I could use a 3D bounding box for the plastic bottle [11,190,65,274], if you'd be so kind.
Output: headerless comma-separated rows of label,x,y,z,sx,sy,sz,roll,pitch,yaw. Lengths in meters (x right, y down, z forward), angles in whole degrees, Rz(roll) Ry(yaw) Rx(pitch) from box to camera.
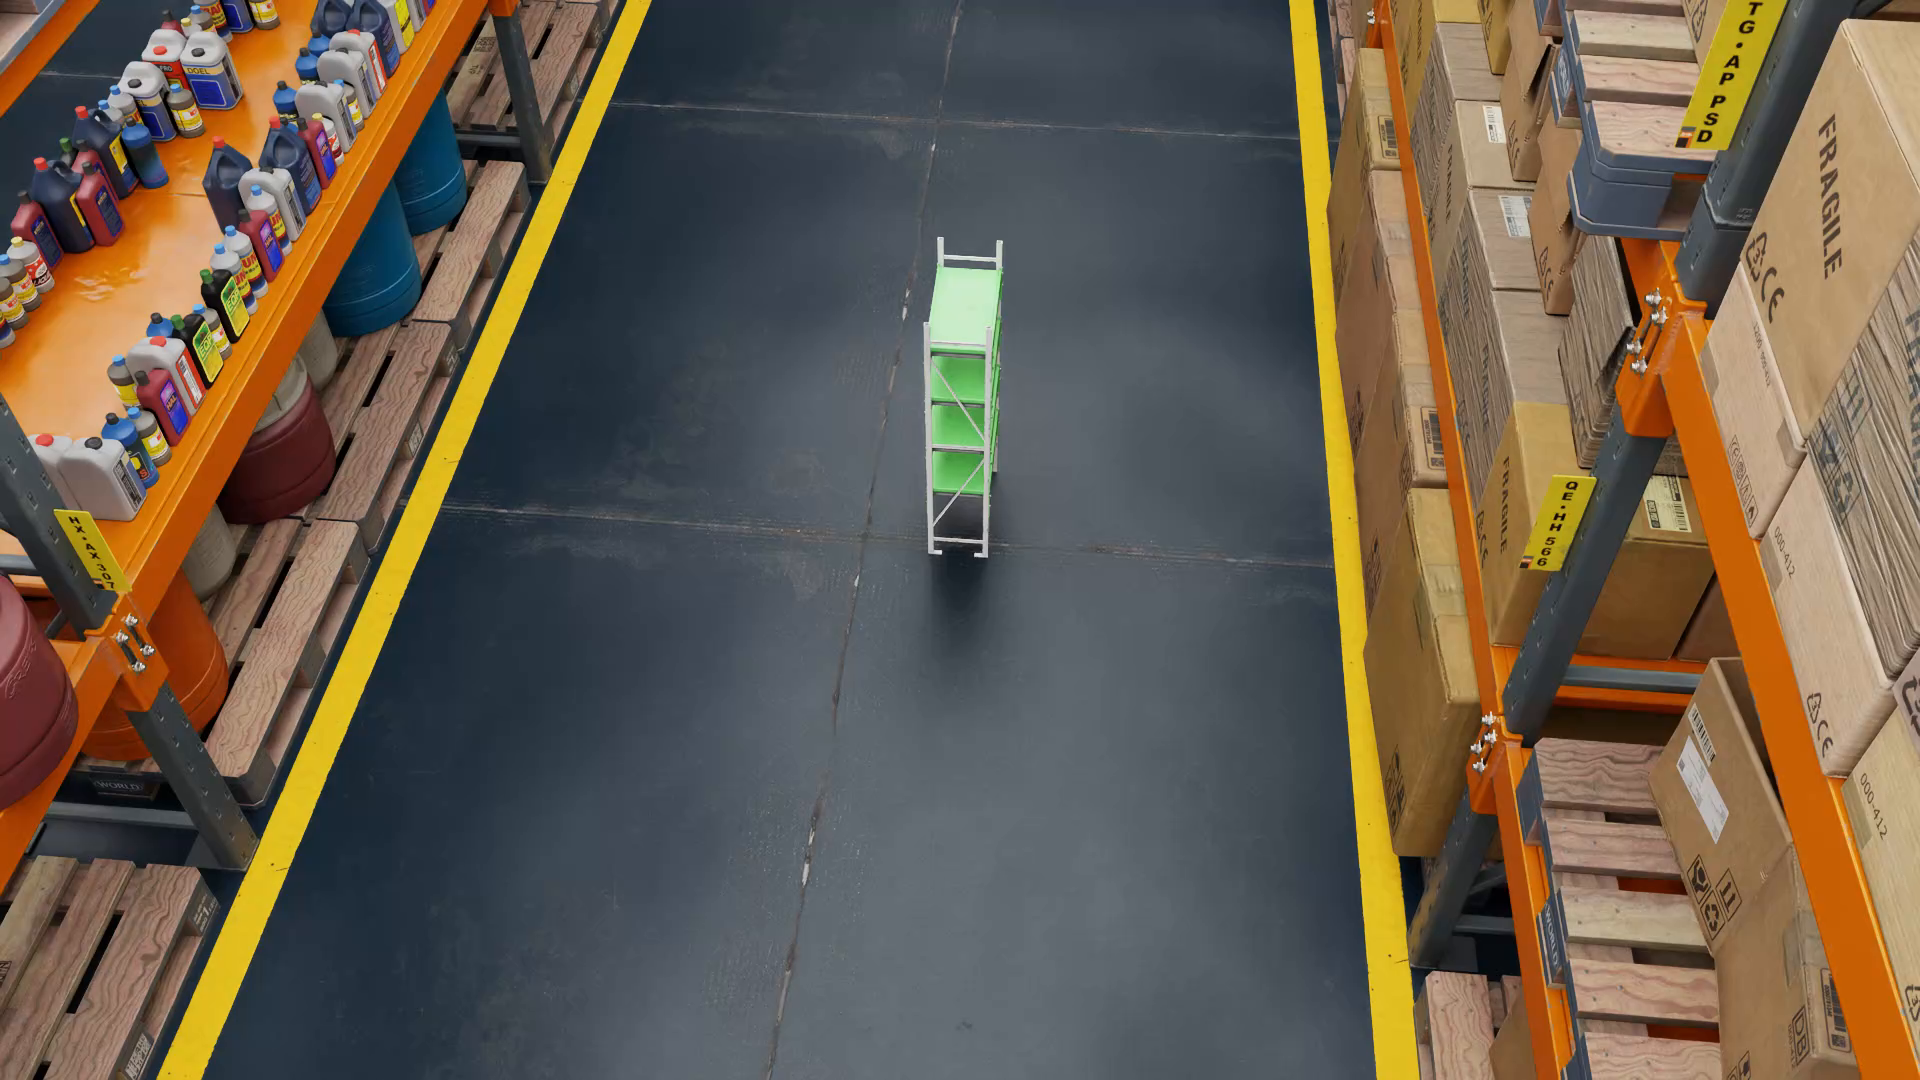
plastic bottle,-3.231,-1.071,5.802,0.061,0.283,0.133,4,48,4

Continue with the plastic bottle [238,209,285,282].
plastic bottle,-2.435,-1.048,5.780,0.061,0.283,0.133,4,48,4

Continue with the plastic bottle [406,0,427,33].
plastic bottle,-2.330,-2.262,6.896,0.152,0.276,0.135,4,48,4

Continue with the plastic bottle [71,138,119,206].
plastic bottle,-3.141,-1.301,6.012,0.061,0.283,0.133,4,48,4

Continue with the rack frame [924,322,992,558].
rack frame,-0.007,-0.347,6.280,0.240,1.200,0.015,4,48,4

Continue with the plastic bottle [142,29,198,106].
plastic bottle,-3.088,-1.847,6.517,0.152,0.276,0.135,4,48,4

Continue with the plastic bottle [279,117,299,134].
plastic bottle,-2.465,-1.440,6.147,0.097,0.271,0.097,0,48,0

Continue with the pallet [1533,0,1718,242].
pallet,1.991,-1.037,3.787,1.213,0.211,1.003,6,48,5

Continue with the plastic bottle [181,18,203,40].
plastic bottle,-3.093,-2.007,6.714,0.097,0.201,0.097,0,48,0

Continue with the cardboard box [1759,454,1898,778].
cardboard box,1.642,0.132,2.691,0.500,0.250,0.500,5,48,4

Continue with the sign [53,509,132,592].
sign,-2.398,0.032,4.603,0.100,0.325,0.005,4,48,4

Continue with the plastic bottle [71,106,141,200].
plastic bottle,-3.146,-1.442,6.095,0.144,0.351,0.185,4,48,4

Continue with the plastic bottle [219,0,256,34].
plastic bottle,-3.037,-2.259,6.893,0.152,0.276,0.135,4,48,4

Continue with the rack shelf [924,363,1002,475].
rack shelf,0.015,-0.483,6.492,0.258,0.148,0.480,4,48,4

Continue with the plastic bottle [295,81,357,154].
plastic bottle,-2.409,-1.623,6.311,0.152,0.276,0.135,4,48,4

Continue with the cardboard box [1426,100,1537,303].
cardboard box,1.926,-1.146,5.724,0.500,0.500,0.500,5,48,4

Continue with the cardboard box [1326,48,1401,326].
cardboard box,2.312,-1.504,7.274,1.225,0.875,0.875,4,48,4

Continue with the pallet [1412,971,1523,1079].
pallet,1.913,1.904,4.892,1.003,0.211,1.213,4,48,4

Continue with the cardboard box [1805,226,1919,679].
cardboard box,1.637,-0.126,2.419,0.500,0.500,0.500,4,48,4

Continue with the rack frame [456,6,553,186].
rack frame,-2.582,-2.884,7.381,1.000,3.000,0.127,4,48,4

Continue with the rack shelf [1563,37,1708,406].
rack shelf,2.168,-1.851,4.891,1.077,0.370,4.000,4,48,4

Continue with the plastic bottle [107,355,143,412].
plastic bottle,-2.669,-0.509,5.343,0.097,0.201,0.097,0,48,0

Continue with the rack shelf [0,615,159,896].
rack shelf,-3.129,1.768,3.614,1.077,0.370,4.000,4,48,4

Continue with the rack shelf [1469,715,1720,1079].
rack shelf,1.803,2.101,3.309,1.077,0.370,4.000,4,48,4

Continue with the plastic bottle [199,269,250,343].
plastic bottle,-2.465,-0.807,5.560,0.061,0.283,0.133,4,48,4

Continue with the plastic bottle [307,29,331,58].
plastic bottle,-2.501,-1.885,6.554,0.097,0.271,0.097,0,48,0

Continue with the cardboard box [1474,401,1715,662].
cardboard box,1.784,-0.025,4.698,0.500,0.500,0.500,5,48,5

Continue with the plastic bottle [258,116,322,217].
plastic bottle,-2.441,-1.361,6.021,0.144,0.351,0.185,4,48,4

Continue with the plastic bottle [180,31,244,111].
plastic bottle,-2.937,-1.837,6.507,0.152,0.276,0.135,4,48,4

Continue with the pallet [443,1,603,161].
pallet,-2.554,-2.486,8.907,1.003,0.211,1.213,4,48,4

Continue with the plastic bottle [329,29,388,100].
plastic bottle,-2.376,-1.892,6.558,0.152,0.276,0.135,4,48,4

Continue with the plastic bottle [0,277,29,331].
plastic bottle,-3.241,-0.814,5.623,0.097,0.201,0.097,0,48,0

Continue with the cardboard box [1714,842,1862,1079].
cardboard box,2.025,1.029,3.449,0.700,0.500,0.500,10,48,9

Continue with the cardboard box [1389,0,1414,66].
cardboard box,2.059,-2.264,6.746,0.500,0.500,0.500,4,48,4

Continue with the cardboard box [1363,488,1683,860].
cardboard box,2.069,0.458,5.480,1.225,0.875,0.875,2,48,2

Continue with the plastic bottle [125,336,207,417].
plastic bottle,-2.543,-0.539,5.320,0.152,0.276,0.135,4,48,4

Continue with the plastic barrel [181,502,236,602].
plastic barrel,-2.957,-0.028,6.171,0.421,0.512,0.421,0,48,0

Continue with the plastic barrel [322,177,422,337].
plastic barrel,-2.713,-1.399,7.160,0.600,0.901,0.708,4,48,4

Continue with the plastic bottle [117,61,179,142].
plastic bottle,-3.109,-1.677,6.361,0.152,0.276,0.135,4,48,4

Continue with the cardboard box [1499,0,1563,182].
cardboard box,2.185,-1.492,5.360,0.797,0.503,0.637,5,48,5

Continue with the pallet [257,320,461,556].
pallet,-2.803,-0.480,7.072,1.003,0.211,1.213,4,48,4

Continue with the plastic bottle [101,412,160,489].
plastic bottle,-2.548,-0.281,5.087,0.097,0.271,0.097,0,48,0

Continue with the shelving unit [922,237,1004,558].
shelving unit,0.015,-0.527,6.444,0.258,1.200,0.503,4,48,4
